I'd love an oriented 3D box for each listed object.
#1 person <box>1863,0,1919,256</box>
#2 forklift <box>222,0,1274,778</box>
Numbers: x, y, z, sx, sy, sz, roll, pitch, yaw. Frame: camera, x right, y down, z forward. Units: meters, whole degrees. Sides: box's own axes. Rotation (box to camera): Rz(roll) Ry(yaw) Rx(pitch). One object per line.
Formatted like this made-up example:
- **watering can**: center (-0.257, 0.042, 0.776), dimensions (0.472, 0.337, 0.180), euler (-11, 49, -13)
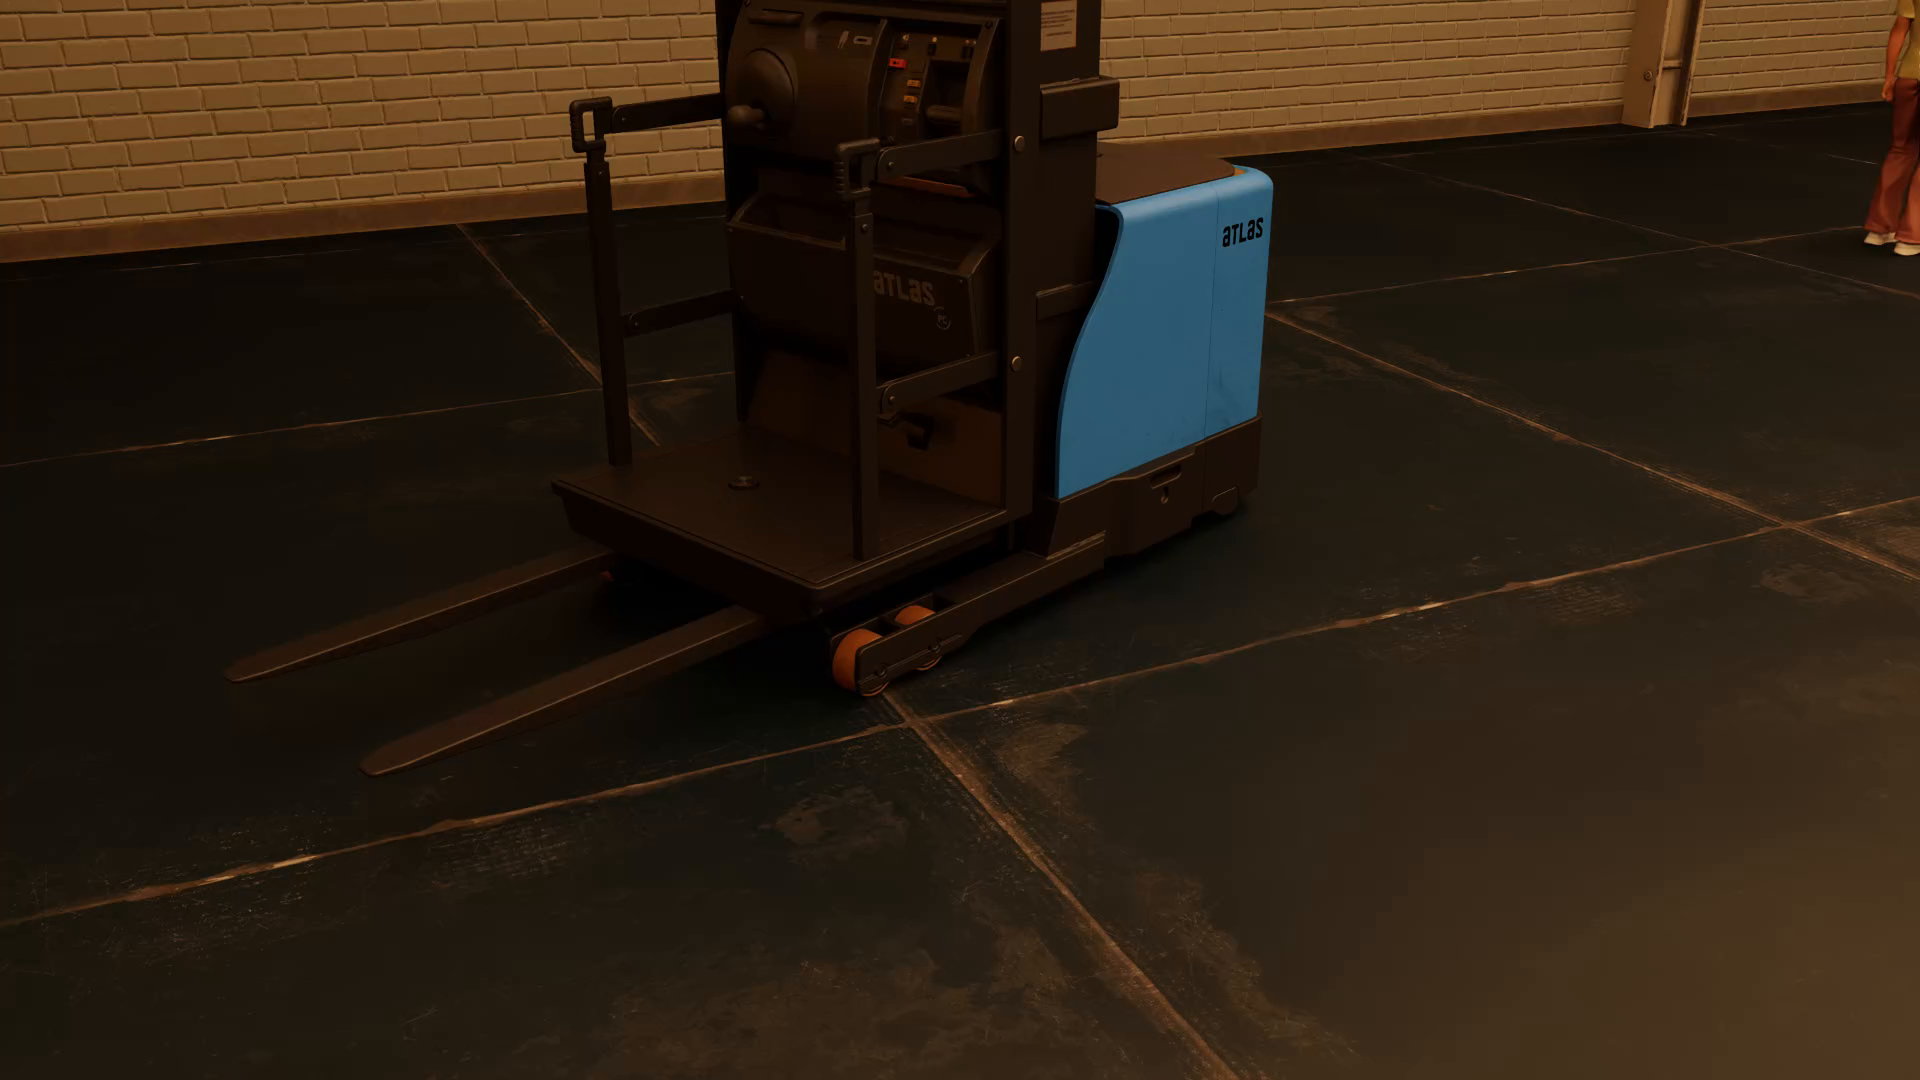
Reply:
- **person**: center (4.989, -2.312, 8.511), dimensions (0.402, 1.678, 0.472), euler (-11, 25, -26)
- **forklift**: center (-0.413, -1.182, 4.131), dimensions (1.130, 2.935, 3.031), euler (19, 29, 39)
